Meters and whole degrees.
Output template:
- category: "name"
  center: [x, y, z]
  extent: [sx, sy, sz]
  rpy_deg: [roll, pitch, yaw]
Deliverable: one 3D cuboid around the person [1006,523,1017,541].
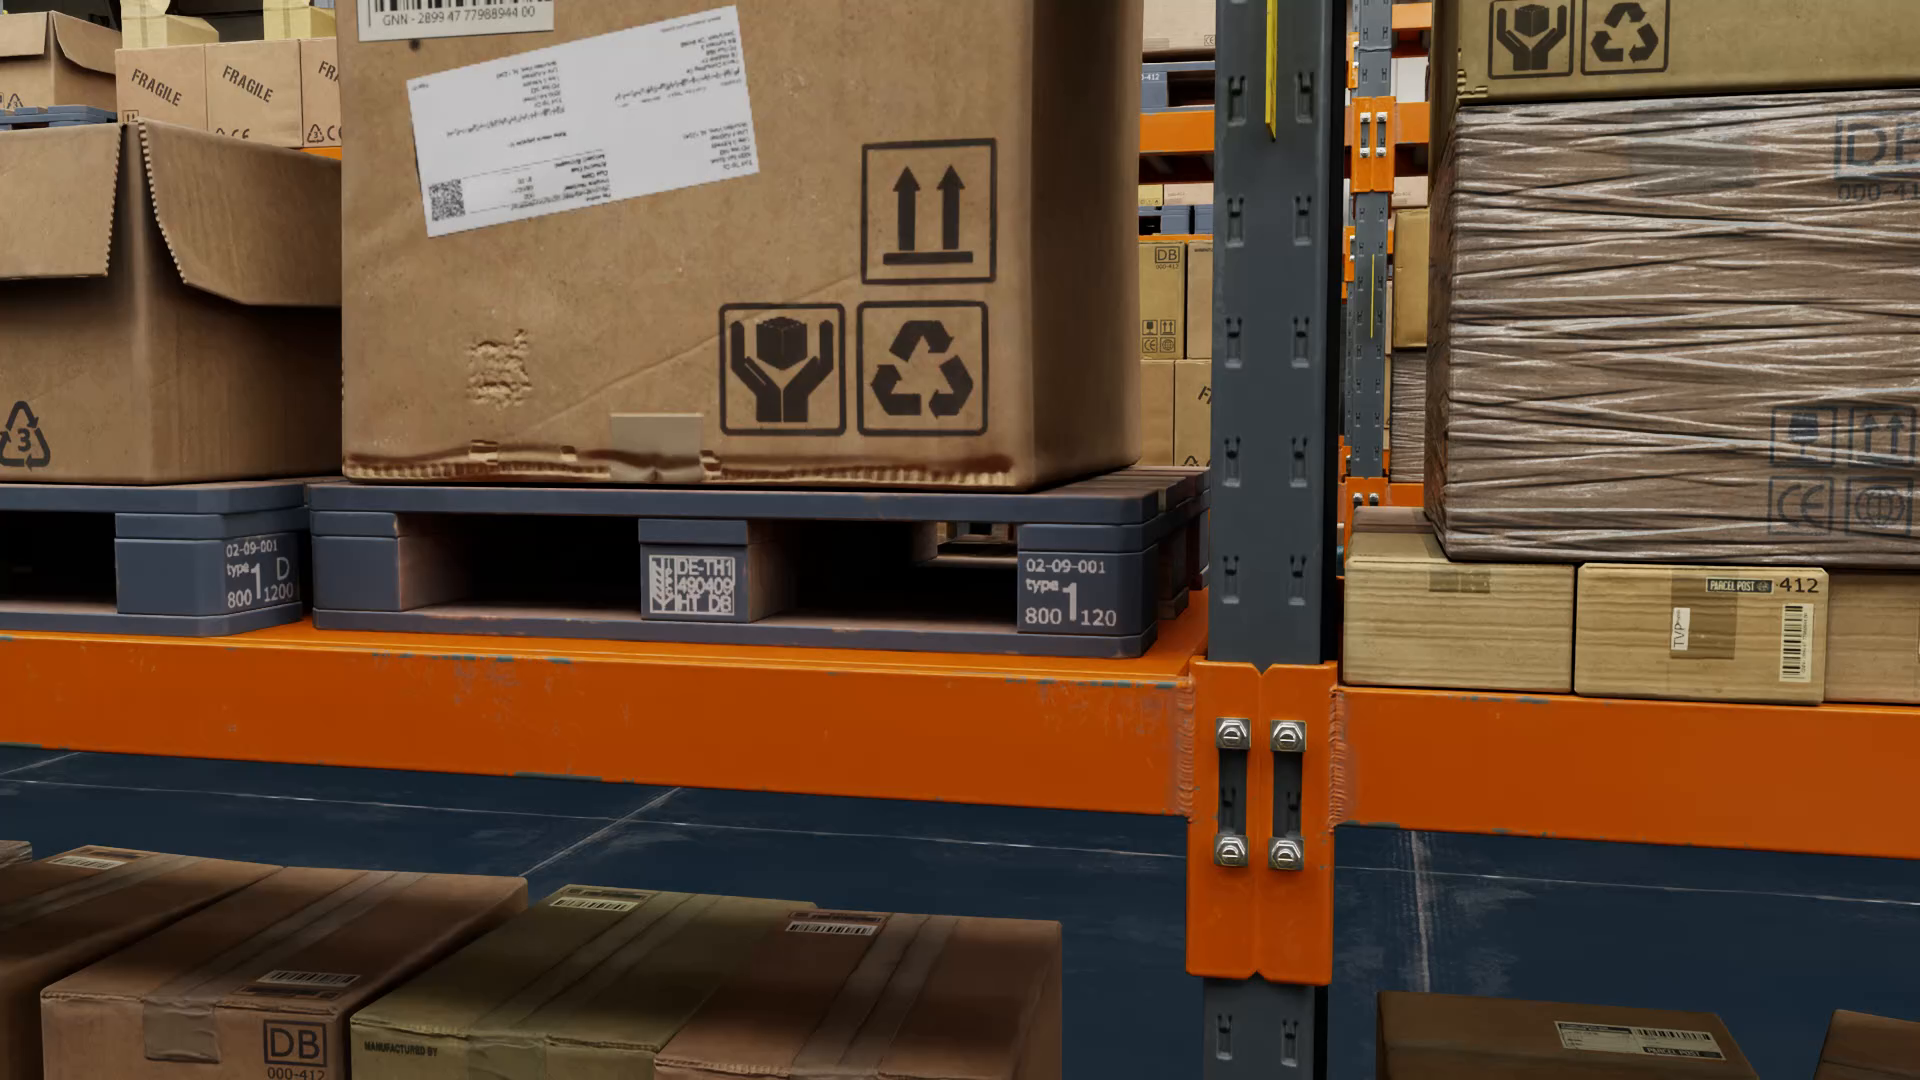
- category: "person"
  center: [0.598, -0.120, 10.376]
  extent: [0.634, 1.759, 0.831]
  rpy_deg: [4, 6, 41]
